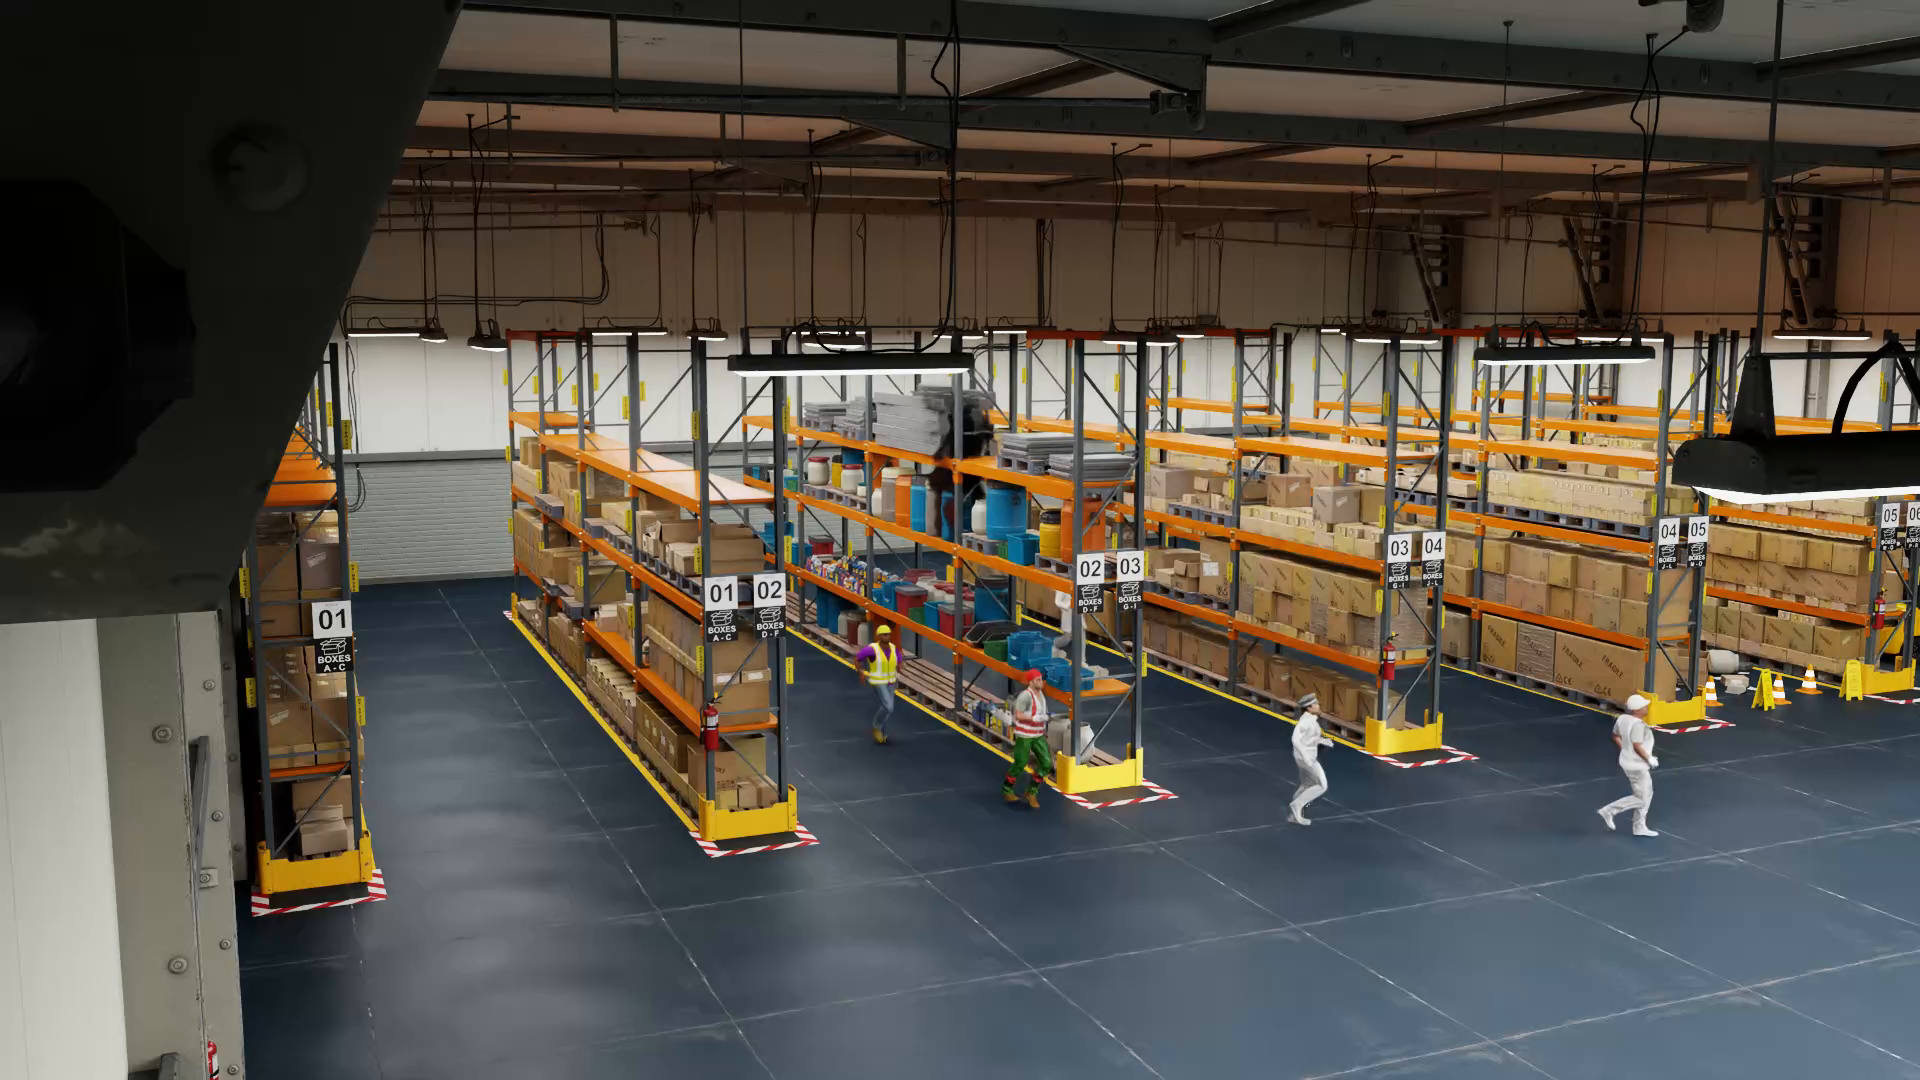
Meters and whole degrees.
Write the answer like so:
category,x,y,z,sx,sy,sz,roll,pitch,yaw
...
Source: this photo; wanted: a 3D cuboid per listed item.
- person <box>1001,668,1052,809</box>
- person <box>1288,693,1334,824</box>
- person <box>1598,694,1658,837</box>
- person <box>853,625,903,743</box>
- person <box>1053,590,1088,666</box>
category,x,y,z,sx,sy,sz,roll,pitch,yaw
person,0.931,2.558,21.444,0.723,1.823,0.652,7,10,42
person,4.368,2.707,20.658,0.549,1.666,0.598,1,8,8
person,8.132,2.738,20.166,0.752,1.757,0.685,1,8,5
person,-1.119,2.121,24.574,0.692,1.741,0.660,-7,10,-41
person,2.000,1.391,29.857,0.718,1.764,1.024,-5,9,-33
